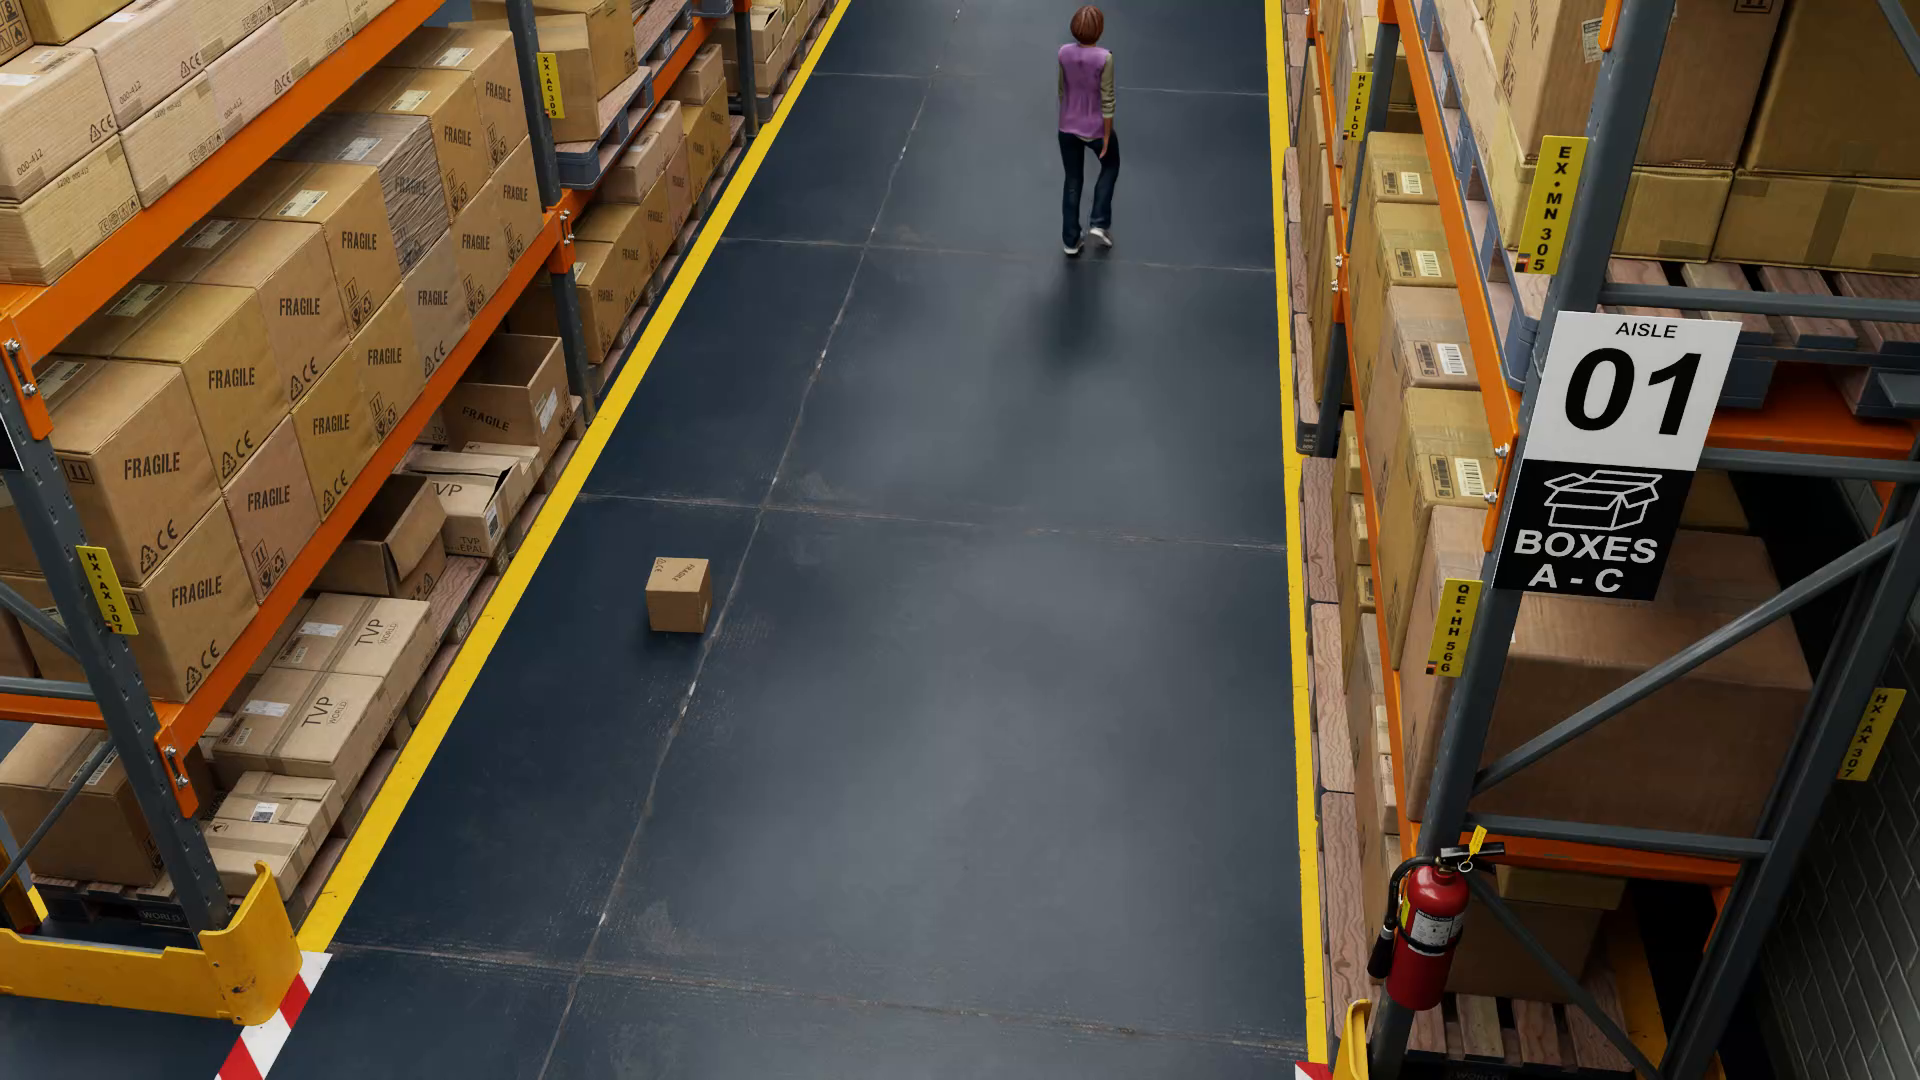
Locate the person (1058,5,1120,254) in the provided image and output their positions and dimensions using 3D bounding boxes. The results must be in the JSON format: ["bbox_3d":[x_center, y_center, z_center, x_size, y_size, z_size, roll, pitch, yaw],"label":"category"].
[{"bbox_3d":[0.798,-2.571,10.501,0.413,1.619,0.458,13,39,17],"label":"person"}]
